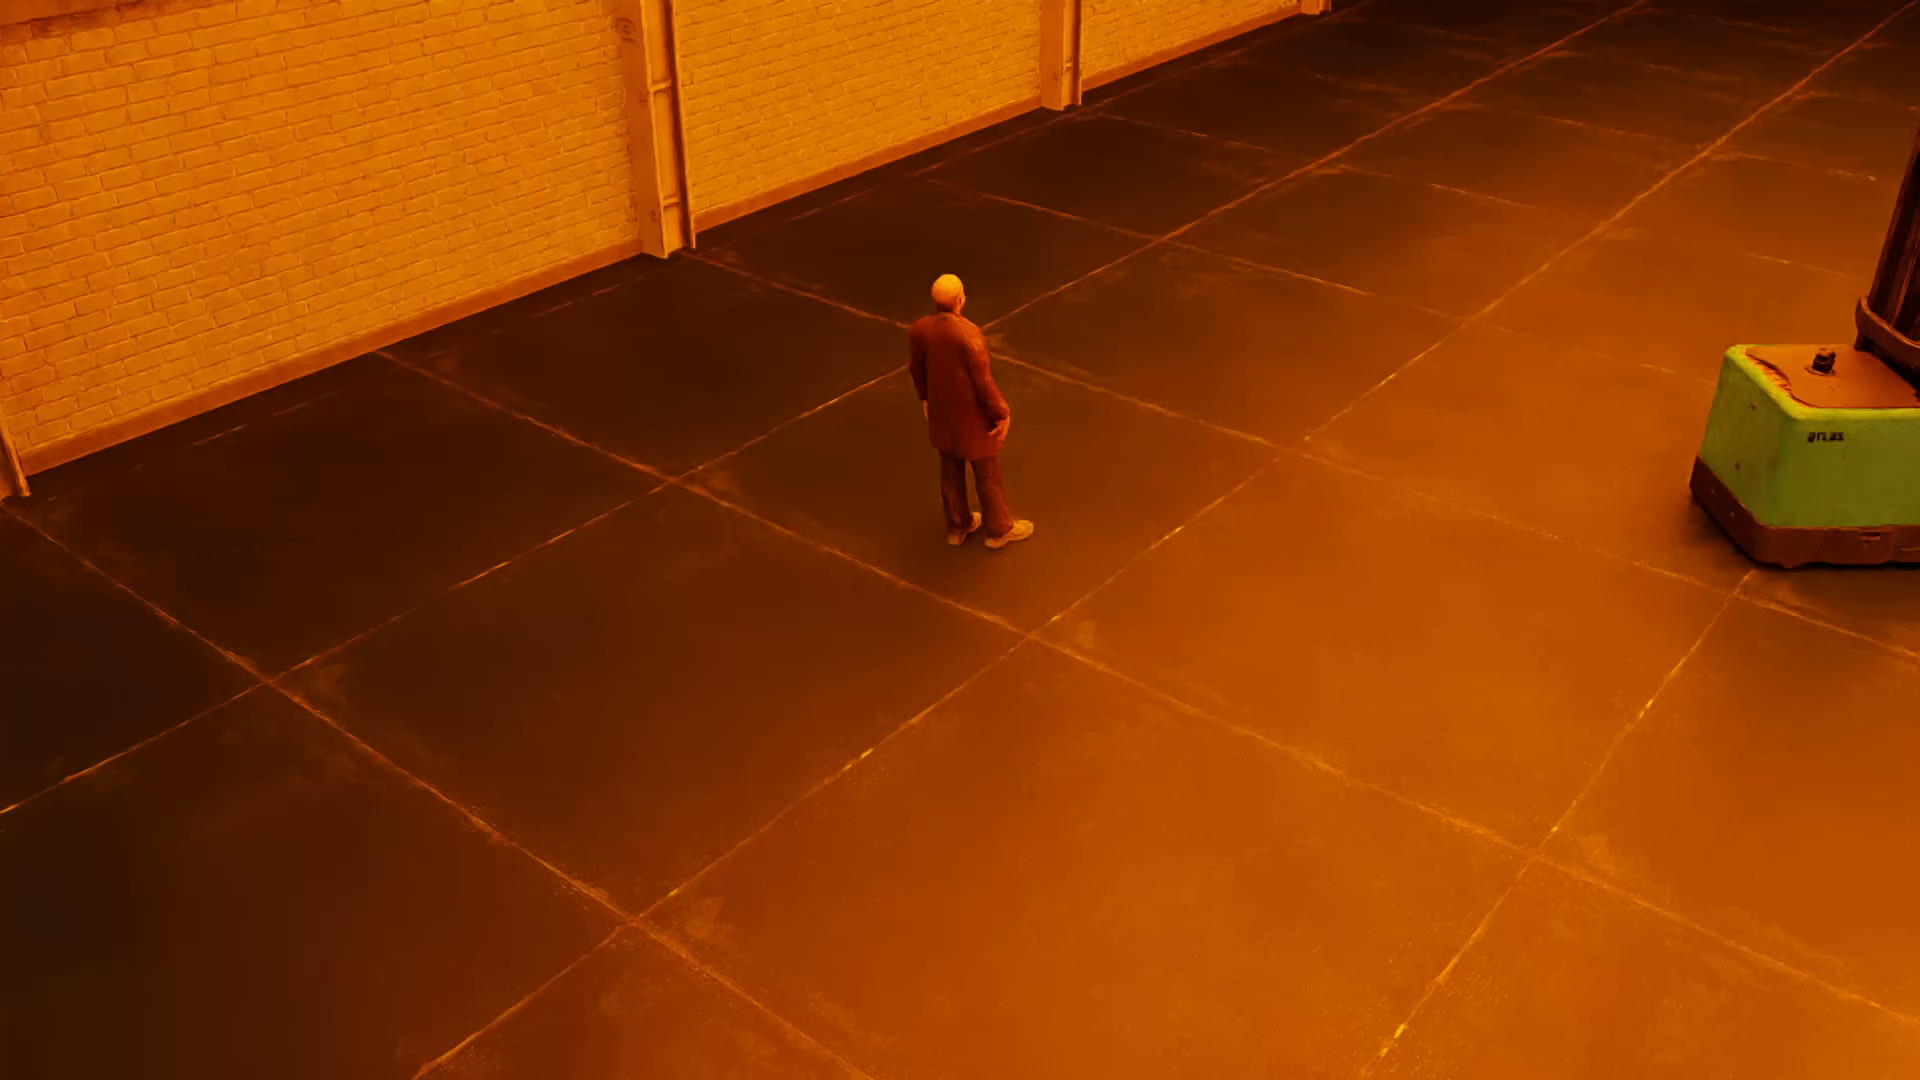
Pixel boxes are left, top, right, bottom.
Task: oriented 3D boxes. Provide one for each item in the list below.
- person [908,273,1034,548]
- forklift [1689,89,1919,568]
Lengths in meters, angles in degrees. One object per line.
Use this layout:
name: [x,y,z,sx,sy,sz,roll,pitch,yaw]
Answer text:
person: [0.061,-0.808,10.107,0.694,1.776,0.580,22,37,33]
forklift: [6.327,-1.354,9.911,3.031,2.935,1.130,-1,30,-2]
